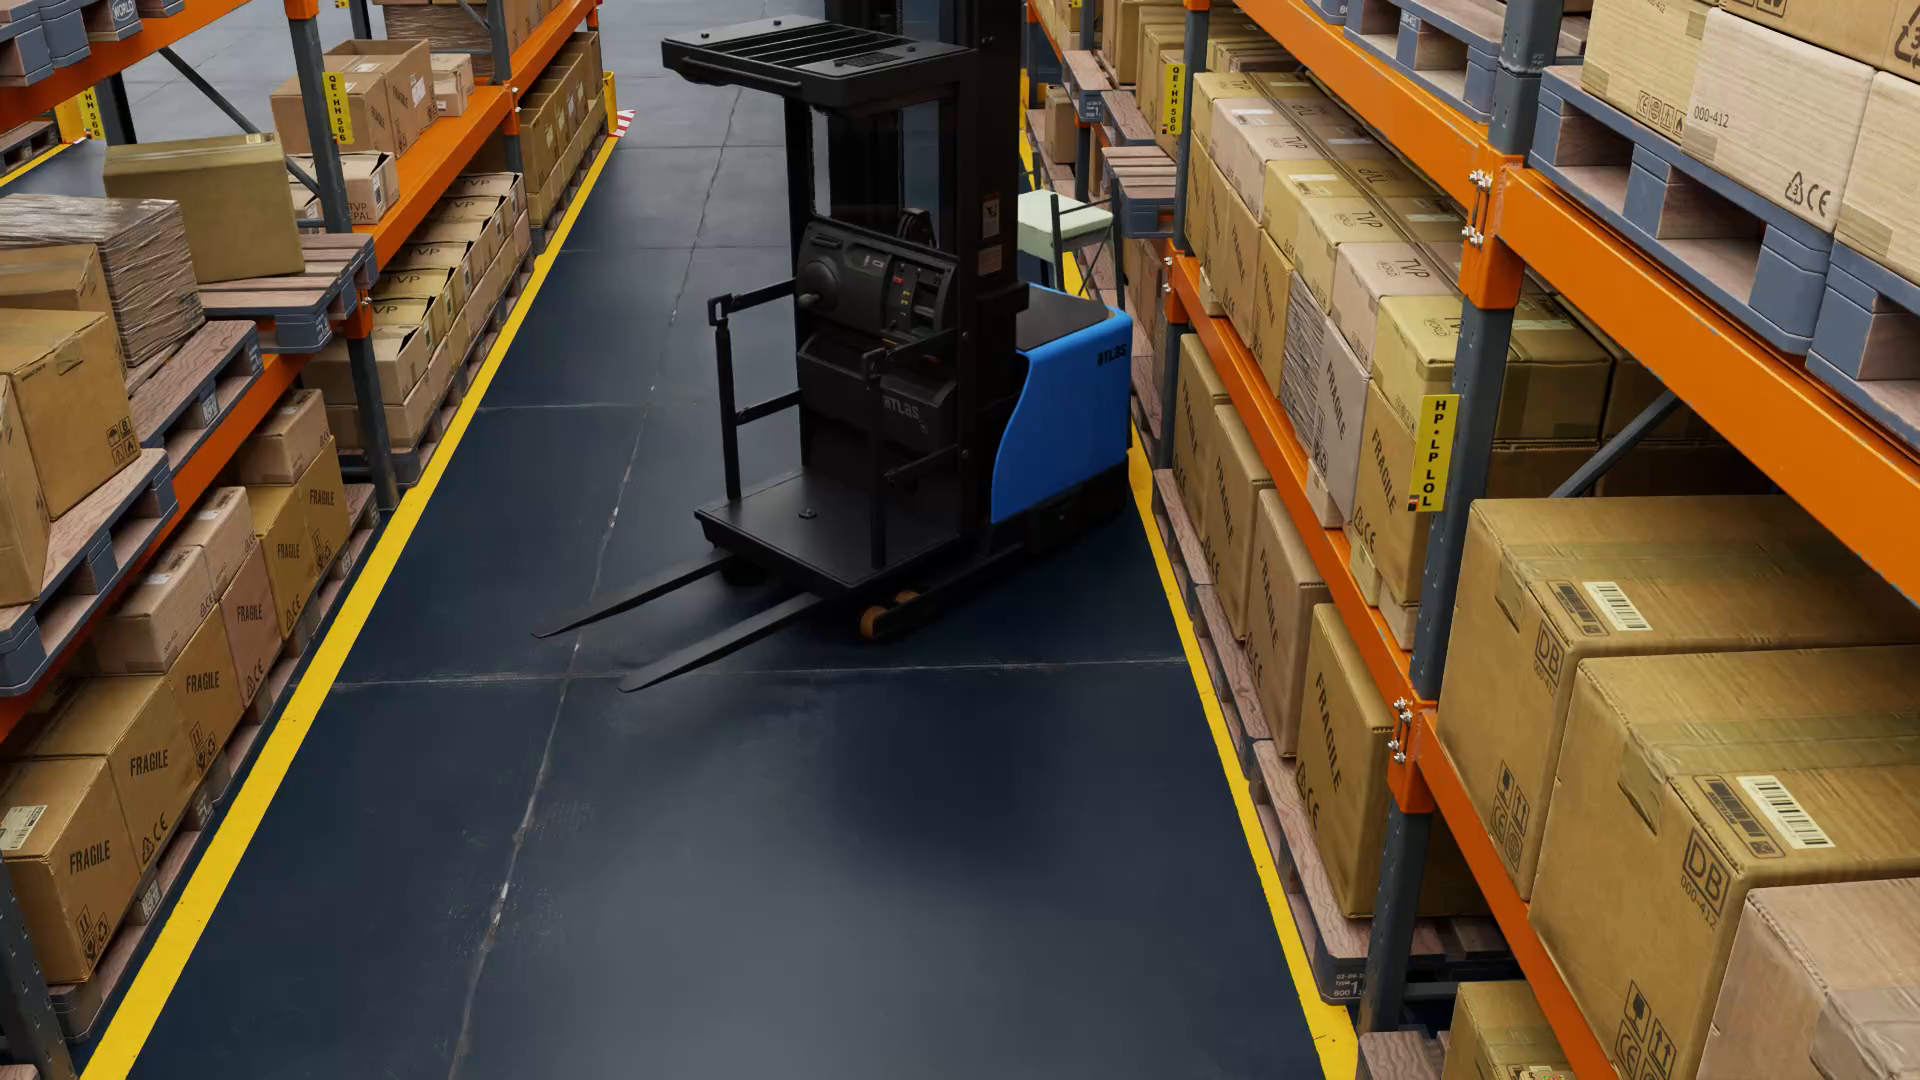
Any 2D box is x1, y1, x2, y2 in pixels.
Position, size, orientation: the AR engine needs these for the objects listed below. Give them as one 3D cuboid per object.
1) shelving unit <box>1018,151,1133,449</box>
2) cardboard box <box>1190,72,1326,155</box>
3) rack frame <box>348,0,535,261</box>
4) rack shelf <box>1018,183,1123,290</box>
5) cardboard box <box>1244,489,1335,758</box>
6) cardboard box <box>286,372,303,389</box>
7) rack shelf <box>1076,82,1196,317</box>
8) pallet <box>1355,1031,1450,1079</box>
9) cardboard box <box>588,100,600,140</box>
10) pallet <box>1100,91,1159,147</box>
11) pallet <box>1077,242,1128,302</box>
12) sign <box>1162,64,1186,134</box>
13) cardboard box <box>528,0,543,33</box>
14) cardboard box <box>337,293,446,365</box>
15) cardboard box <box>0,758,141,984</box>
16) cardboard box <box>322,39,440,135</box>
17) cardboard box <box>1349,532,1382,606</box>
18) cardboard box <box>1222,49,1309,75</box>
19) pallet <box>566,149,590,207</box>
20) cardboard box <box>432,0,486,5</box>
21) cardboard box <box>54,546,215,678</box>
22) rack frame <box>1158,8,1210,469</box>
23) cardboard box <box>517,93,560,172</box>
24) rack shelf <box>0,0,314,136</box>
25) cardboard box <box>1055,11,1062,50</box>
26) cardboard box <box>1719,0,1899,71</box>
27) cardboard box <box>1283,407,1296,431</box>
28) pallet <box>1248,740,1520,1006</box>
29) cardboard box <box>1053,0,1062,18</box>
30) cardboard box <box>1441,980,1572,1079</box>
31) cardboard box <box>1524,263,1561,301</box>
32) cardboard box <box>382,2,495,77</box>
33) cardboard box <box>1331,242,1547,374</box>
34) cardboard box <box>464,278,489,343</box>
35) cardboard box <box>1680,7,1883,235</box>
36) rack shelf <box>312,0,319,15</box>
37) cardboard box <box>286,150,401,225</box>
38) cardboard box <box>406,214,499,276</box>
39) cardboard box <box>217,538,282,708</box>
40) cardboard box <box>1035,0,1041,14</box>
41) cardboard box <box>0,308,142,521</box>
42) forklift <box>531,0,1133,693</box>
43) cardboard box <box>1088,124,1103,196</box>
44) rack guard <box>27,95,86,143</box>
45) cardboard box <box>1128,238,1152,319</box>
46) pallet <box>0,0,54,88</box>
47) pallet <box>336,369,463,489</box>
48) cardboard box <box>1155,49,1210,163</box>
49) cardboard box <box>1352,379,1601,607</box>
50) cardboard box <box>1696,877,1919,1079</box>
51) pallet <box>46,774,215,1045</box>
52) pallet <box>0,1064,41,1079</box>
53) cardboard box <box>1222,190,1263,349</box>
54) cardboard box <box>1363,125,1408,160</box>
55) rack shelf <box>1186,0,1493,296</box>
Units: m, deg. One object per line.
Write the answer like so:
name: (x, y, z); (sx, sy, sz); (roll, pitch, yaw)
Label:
shelving unit: (0.508, -1.238, 8.929); (0.431, 1.500, 0.755); (-20, 31, -24)
cardboard box: (1.315, -1.895, 7.377); (0.500, 0.250, 0.500); (-1, 28, -1)
rack frame: (-3.608, -3.333, 11.396); (1.000, 3.000, 0.127); (-1, 28, -3)
rack shelf: (0.470, -1.581, 8.747); (0.431, 0.370, 0.720); (-20, 31, -24)
cardboard box: (1.543, 0.300, 6.301); (0.750, 0.750, 0.750); (-1, 28, -1)
cardboard box: (-3.672, -0.937, 8.716); (0.500, 0.311, 0.500); (-1, 28, -1)
rack shelf: (1.443, -2.211, 10.024); (1.077, 0.370, 4.000); (-1, 28, -3)
pallet: (1.718, 1.830, 4.513); (1.003, 0.211, 1.213); (-1, 28, -3)
cardboard box: (-3.456, -3.676, 14.573); (0.500, 0.250, 0.500); (-1, 28, -3)
pallet: (1.403, -2.435, 9.882); (1.003, 0.211, 1.213); (-1, 28, -3)
pallet: (1.381, -1.858, 11.584); (1.003, 0.211, 1.213); (-1, 28, -3)
sign: (1.006, -2.067, 7.804); (0.100, 0.325, 0.005); (-1, 28, -3)
cardboard box: (-3.722, -4.293, 13.130); (0.700, 0.500, 0.500); (-1, 28, -1)
cardboard box: (-3.169, -1.192, 9.205); (0.500, 0.311, 0.500); (-2, 28, -4)
cardboard box: (-2.972, 1.046, 5.228); (0.500, 0.500, 0.500); (-3, 28, -5)
cardboard box: (-3.557, -2.779, 10.226); (0.500, 0.500, 0.500); (1, 28, 1)
cardboard box: (1.419, 0.078, 5.107); (0.380, 0.149, 0.250); (-1, 28, -2)
cardboard box: (1.500, -2.292, 8.116); (0.380, 0.149, 0.250); (-5, 28, -9)
pallet: (-3.674, -3.029, 13.830); (1.003, 0.211, 1.213); (-1, 28, -3)
cardboard box: (-3.429, -3.793, 11.470); (0.380, 0.149, 0.250); (-1, 28, -3)
cardboard box: (-3.024, 0.252, 5.940); (0.500, 0.250, 0.500); (-1, 28, -3)
rack frame: (1.548, -1.607, 8.087); (1.000, 3.000, 0.127); (-1, 28, -3)
cardboard box: (-3.353, -3.085, 12.629); (0.500, 0.500, 0.500); (-1, 28, -3)
rack shelf: (-3.295, -1.573, 5.556); (1.077, 0.370, 4.000); (-1, 28, -3)
cardboard box: (0.994, -3.838, 12.505); (0.500, 0.250, 0.500); (-1, 28, -2)
cardboard box: (1.547, -1.013, 2.493); (0.500, 0.500, 0.500); (-2, 28, -4)
cardboard box: (1.431, -0.517, 6.247); (0.380, 0.149, 0.250); (-1, 28, -1)
pallet: (1.641, 1.122, 5.870); (1.003, 0.211, 1.213); (-1, 28, -3)
cardboard box: (0.974, -4.170, 12.331); (0.500, 0.500, 0.500); (-2, 28, -3)
cardboard box: (1.693, 1.511, 4.359); (0.700, 0.500, 0.500); (-1, 28, -2)
cardboard box: (1.959, -0.737, 5.157); (0.500, 0.250, 0.500); (-1, 28, -2)
cardboard box: (-3.637, -3.582, 11.765); (0.700, 0.500, 0.500); (-2, 28, -4)
cardboard box: (1.460, -0.723, 5.130); (0.500, 0.250, 0.500); (-1, 28, -2)
cardboard box: (-3.220, -1.410, 10.229); (0.500, 0.250, 0.500); (-1, 28, -2)
cardboard box: (1.542, -0.692, 2.690); (0.500, 0.250, 0.500); (-2, 28, -4)
rack shelf: (-3.504, -3.420, 9.098); (1.077, 0.370, 4.000); (-1, 28, -3)
cardboard box: (-3.252, -1.863, 8.676); (0.500, 0.311, 0.500); (-2, 28, -3)
cardboard box: (-3.243, -1.897, 10.557); (0.500, 0.311, 0.500); (-1, 28, -3)
cardboard box: (-3.056, 0.335, 6.591); (0.500, 0.500, 0.500); (-2, 28, -5)
cardboard box: (0.900, -4.536, 13.843); (0.500, 0.250, 0.500); (-2, 28, -3)
cardboard box: (-3.091, -0.409, 5.228); (0.700, 0.500, 0.500); (3, 28, 5)
forklift: (-0.527, -1.081, 7.222); (1.129, 2.867, 3.031); (24, 36, 38)
cardboard box: (1.245, -3.019, 13.022); (0.500, 0.500, 0.500); (-3, 28, -7)
rack guard: (-8.713, -3.920, 15.225); (1.175, 0.500, 0.348); (-1, 28, -3)
cardboard box: (1.457, -1.727, 10.545); (0.700, 0.500, 0.500); (-1, 28, -2)
pallet: (-3.154, -1.188, 4.243); (1.213, 0.211, 1.003); (-1, 28, -3)
pallet: (-3.403, -0.630, 9.230); (1.003, 0.211, 1.213); (-1, 28, -3)
cardboard box: (1.457, -2.320, 8.871); (0.700, 0.500, 0.500); (-4, 28, -7)
cardboard box: (1.481, -0.152, 4.846); (0.500, 0.500, 0.500); (-2, 28, -3)
cardboard box: (1.849, 1.032, 2.704); (0.980, 0.700, 0.700); (-3, 28, -5)
pallet: (-3.270, 1.224, 5.676); (1.003, 0.211, 1.213); (-1, 28, -3)
pallet: (-3.155, 1.916, 4.349); (1.003, 0.211, 1.213); (-1, 28, -3)
cardboard box: (1.360, -1.090, 6.645); (0.500, 0.500, 0.500); (-2, 28, -3)
cardboard box: (1.877, -1.445, 6.514); (0.500, 0.250, 0.500); (-2, 28, -4)
rack shelf: (1.652, -1.694, 5.789); (1.077, 0.370, 4.000); (-1, 28, -3)
